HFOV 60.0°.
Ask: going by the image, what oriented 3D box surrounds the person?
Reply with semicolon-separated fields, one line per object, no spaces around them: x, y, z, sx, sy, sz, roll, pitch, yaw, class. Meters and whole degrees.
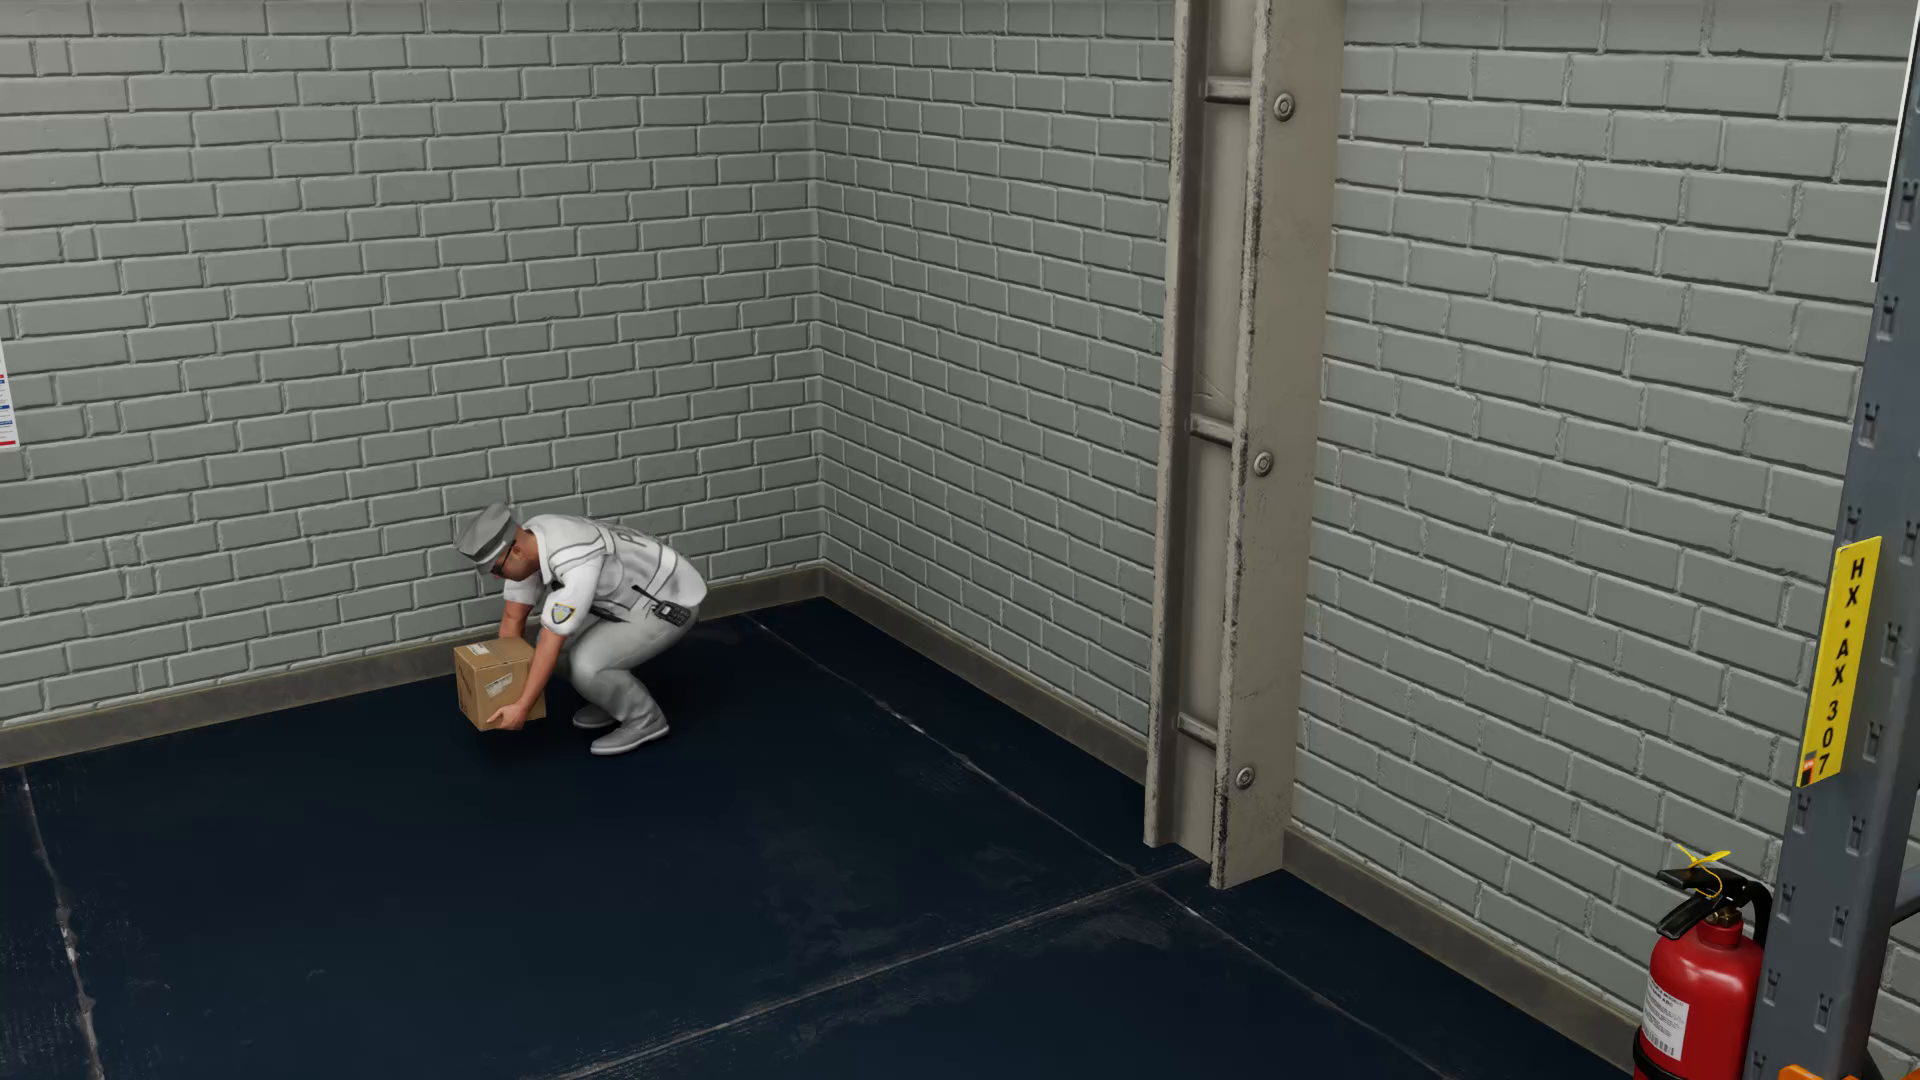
-1.427;0.300;6.318;0.949;1.025;0.532;-12;22;-33;person
